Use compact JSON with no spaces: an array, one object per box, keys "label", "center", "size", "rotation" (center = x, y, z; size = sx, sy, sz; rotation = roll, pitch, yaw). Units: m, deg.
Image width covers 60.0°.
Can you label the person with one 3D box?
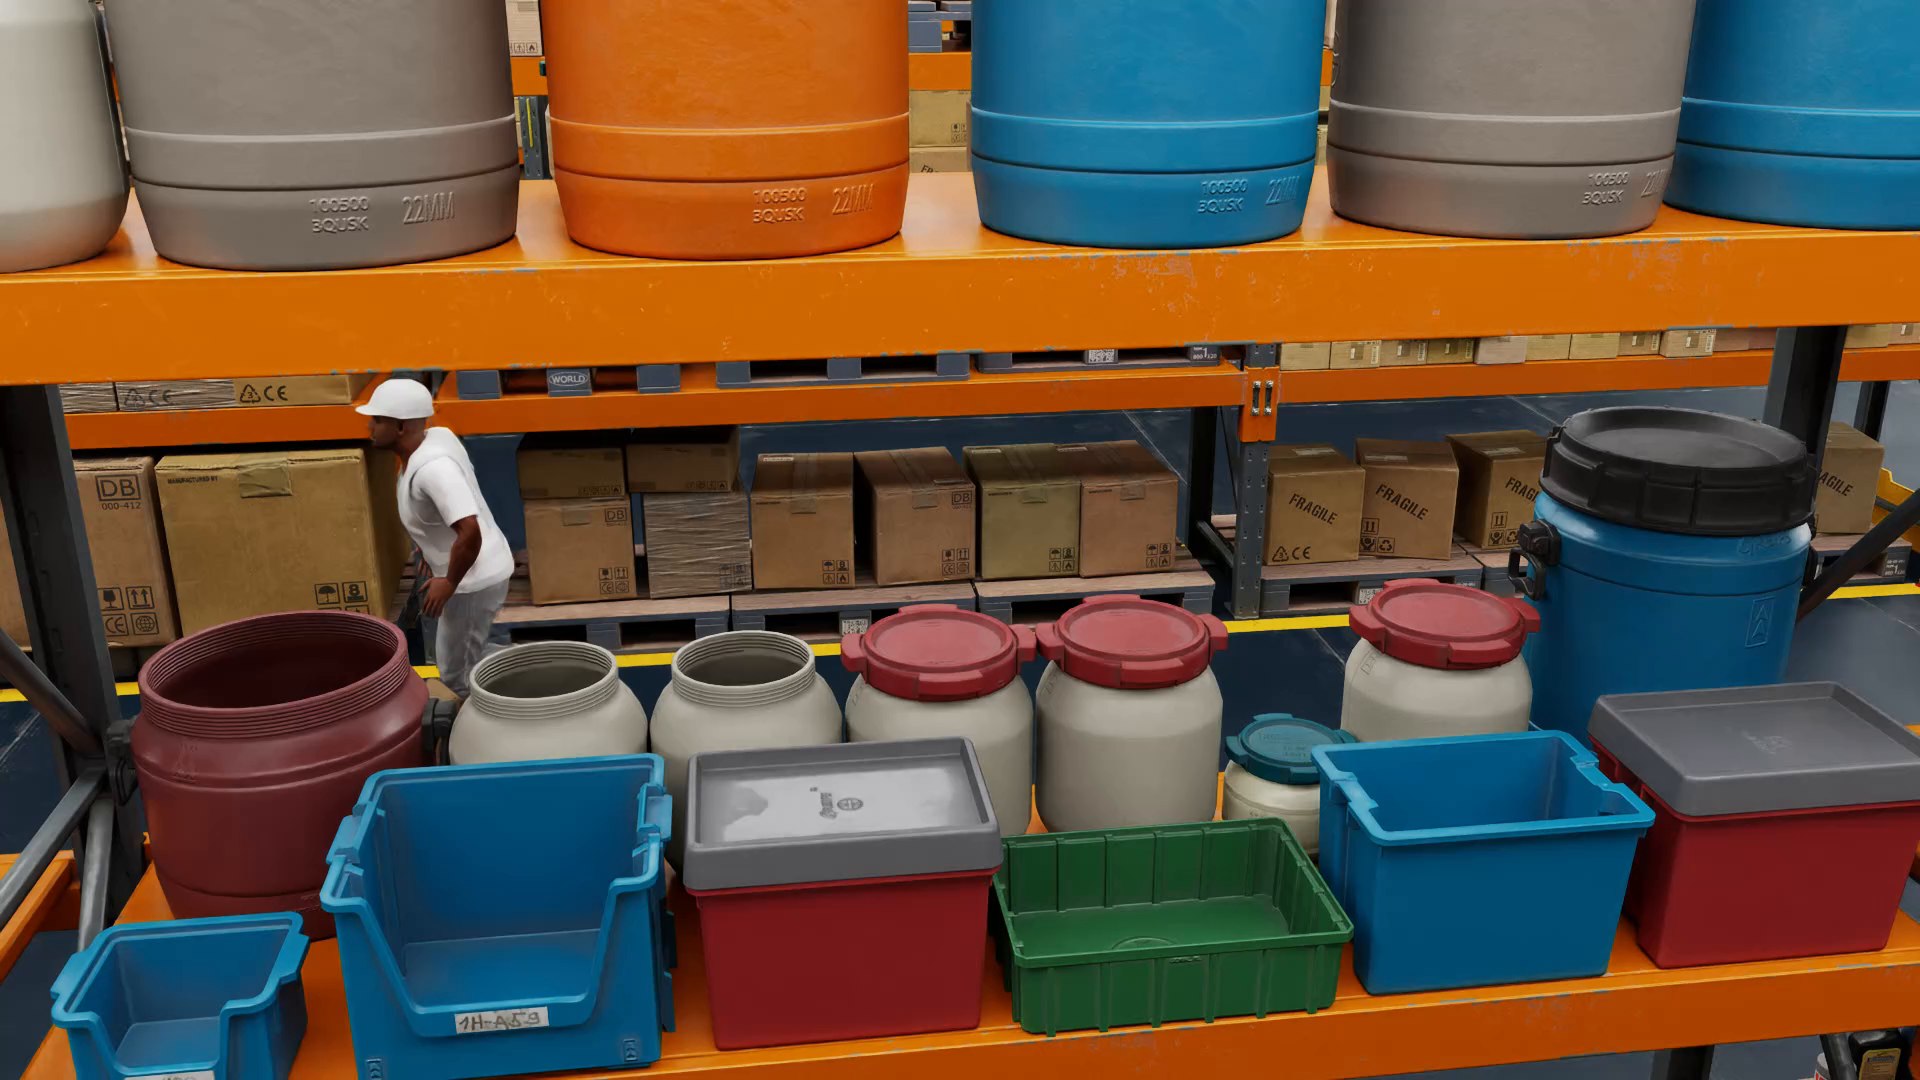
[{"label":"person","center":[-1.977,0.144,6.794],"size":[0.767,1.666,0.727],"rotation":[-6,21,-15]}]
